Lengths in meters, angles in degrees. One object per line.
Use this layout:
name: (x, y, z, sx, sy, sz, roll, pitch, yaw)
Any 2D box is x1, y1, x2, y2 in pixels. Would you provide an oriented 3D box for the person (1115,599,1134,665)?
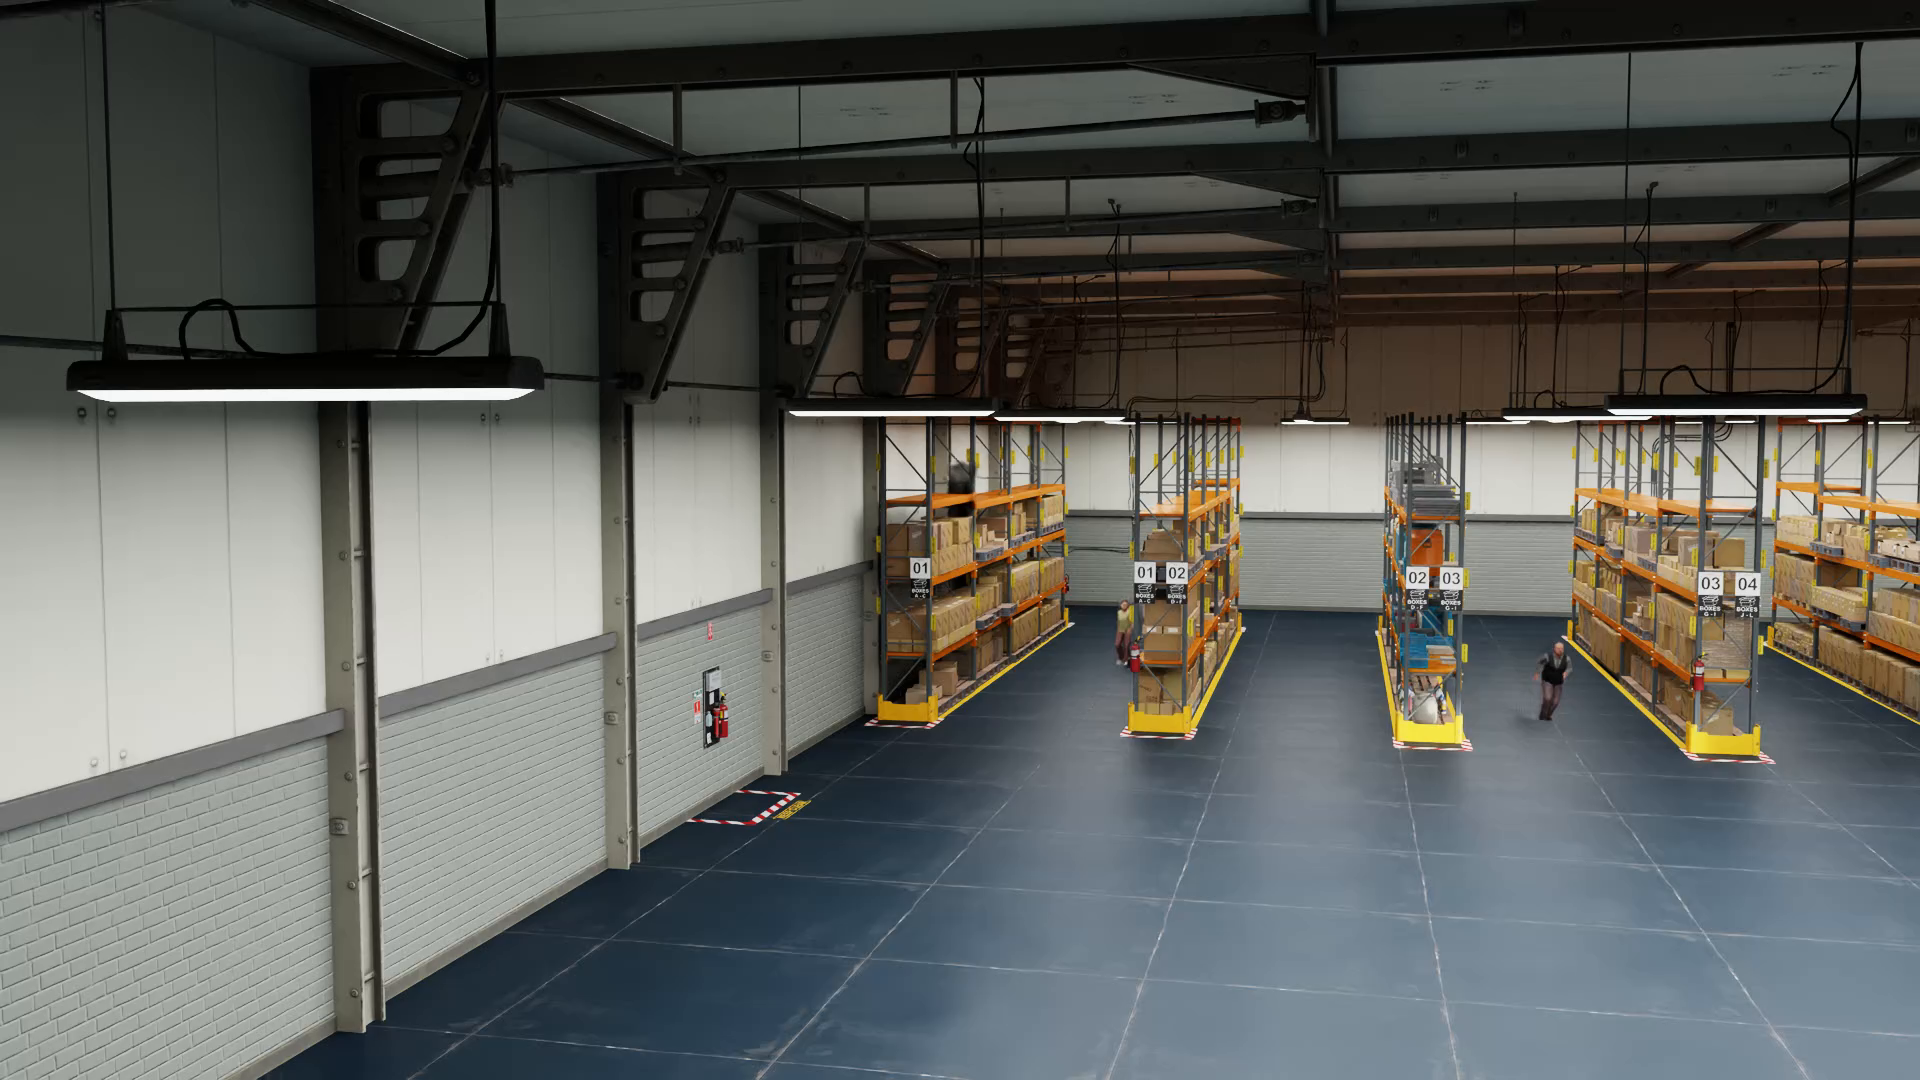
person: (3.939, 2.214, 39.694, 0.546, 1.616, 0.760, 1, 4, 19)

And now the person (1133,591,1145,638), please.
person: (5.019, 1.808, 45.508, 0.532, 1.721, 0.838, 1, 4, 19)

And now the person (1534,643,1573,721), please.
person: (11.480, 2.749, 32.134, 0.640, 1.581, 0.901, 0, 4, 2)
